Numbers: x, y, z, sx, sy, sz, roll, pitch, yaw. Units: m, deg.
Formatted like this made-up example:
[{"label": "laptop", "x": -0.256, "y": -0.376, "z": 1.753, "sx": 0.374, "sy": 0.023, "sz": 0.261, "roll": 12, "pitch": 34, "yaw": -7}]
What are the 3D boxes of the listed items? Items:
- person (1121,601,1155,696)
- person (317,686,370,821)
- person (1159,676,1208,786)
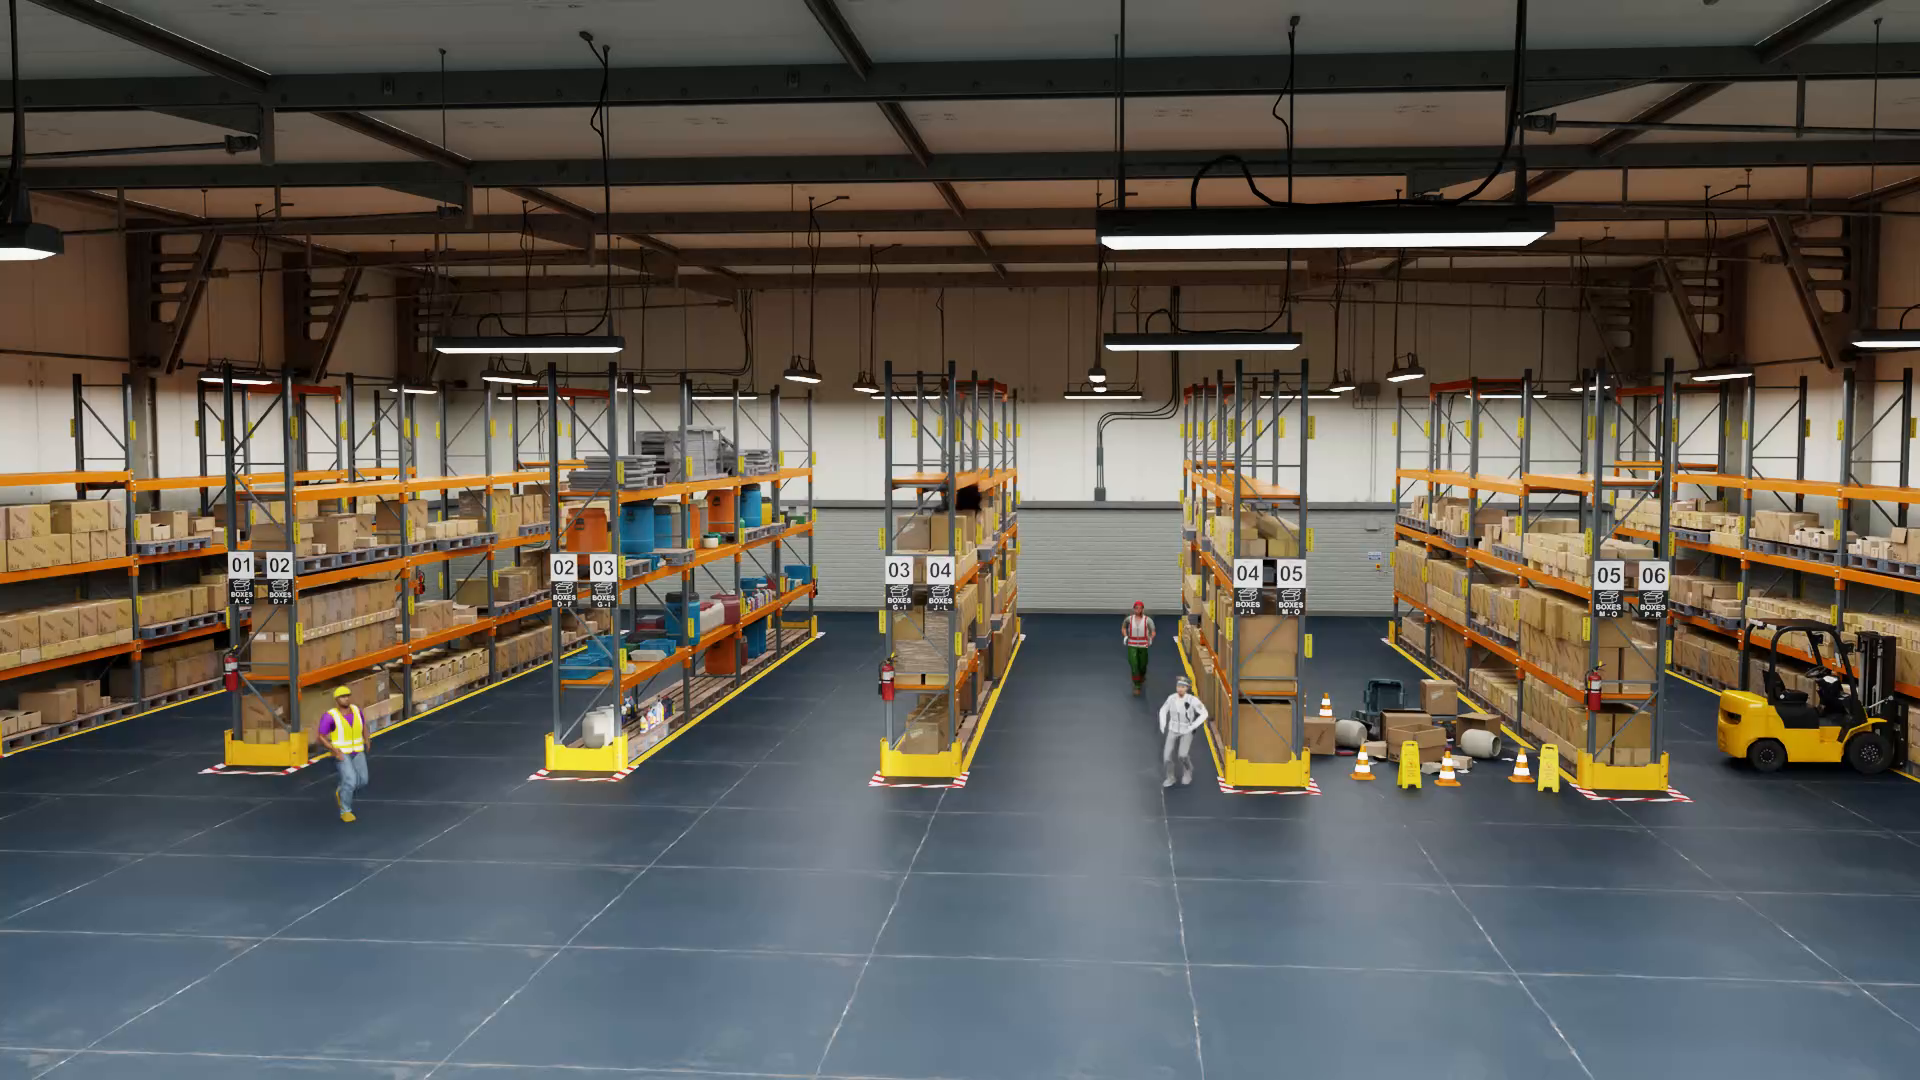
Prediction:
[{"label": "person", "x": 3.400, "y": 2.043, "z": 31.757, "sx": 0.655, "sy": 1.774, "sz": 0.845, "roll": 1, "pitch": 4, "yaw": 9}, {"label": "person", "x": -7.905, "y": 2.738, "z": 21.405, "sx": 0.544, "sy": 1.729, "sz": 0.698, "roll": 3, "pitch": 5, "yaw": 38}, {"label": "person", "x": 3.106, "y": 2.686, "z": 23.248, "sx": 0.702, "sy": 1.607, "sz": 0.575, "roll": 2, "pitch": 4, "yaw": 24}]
